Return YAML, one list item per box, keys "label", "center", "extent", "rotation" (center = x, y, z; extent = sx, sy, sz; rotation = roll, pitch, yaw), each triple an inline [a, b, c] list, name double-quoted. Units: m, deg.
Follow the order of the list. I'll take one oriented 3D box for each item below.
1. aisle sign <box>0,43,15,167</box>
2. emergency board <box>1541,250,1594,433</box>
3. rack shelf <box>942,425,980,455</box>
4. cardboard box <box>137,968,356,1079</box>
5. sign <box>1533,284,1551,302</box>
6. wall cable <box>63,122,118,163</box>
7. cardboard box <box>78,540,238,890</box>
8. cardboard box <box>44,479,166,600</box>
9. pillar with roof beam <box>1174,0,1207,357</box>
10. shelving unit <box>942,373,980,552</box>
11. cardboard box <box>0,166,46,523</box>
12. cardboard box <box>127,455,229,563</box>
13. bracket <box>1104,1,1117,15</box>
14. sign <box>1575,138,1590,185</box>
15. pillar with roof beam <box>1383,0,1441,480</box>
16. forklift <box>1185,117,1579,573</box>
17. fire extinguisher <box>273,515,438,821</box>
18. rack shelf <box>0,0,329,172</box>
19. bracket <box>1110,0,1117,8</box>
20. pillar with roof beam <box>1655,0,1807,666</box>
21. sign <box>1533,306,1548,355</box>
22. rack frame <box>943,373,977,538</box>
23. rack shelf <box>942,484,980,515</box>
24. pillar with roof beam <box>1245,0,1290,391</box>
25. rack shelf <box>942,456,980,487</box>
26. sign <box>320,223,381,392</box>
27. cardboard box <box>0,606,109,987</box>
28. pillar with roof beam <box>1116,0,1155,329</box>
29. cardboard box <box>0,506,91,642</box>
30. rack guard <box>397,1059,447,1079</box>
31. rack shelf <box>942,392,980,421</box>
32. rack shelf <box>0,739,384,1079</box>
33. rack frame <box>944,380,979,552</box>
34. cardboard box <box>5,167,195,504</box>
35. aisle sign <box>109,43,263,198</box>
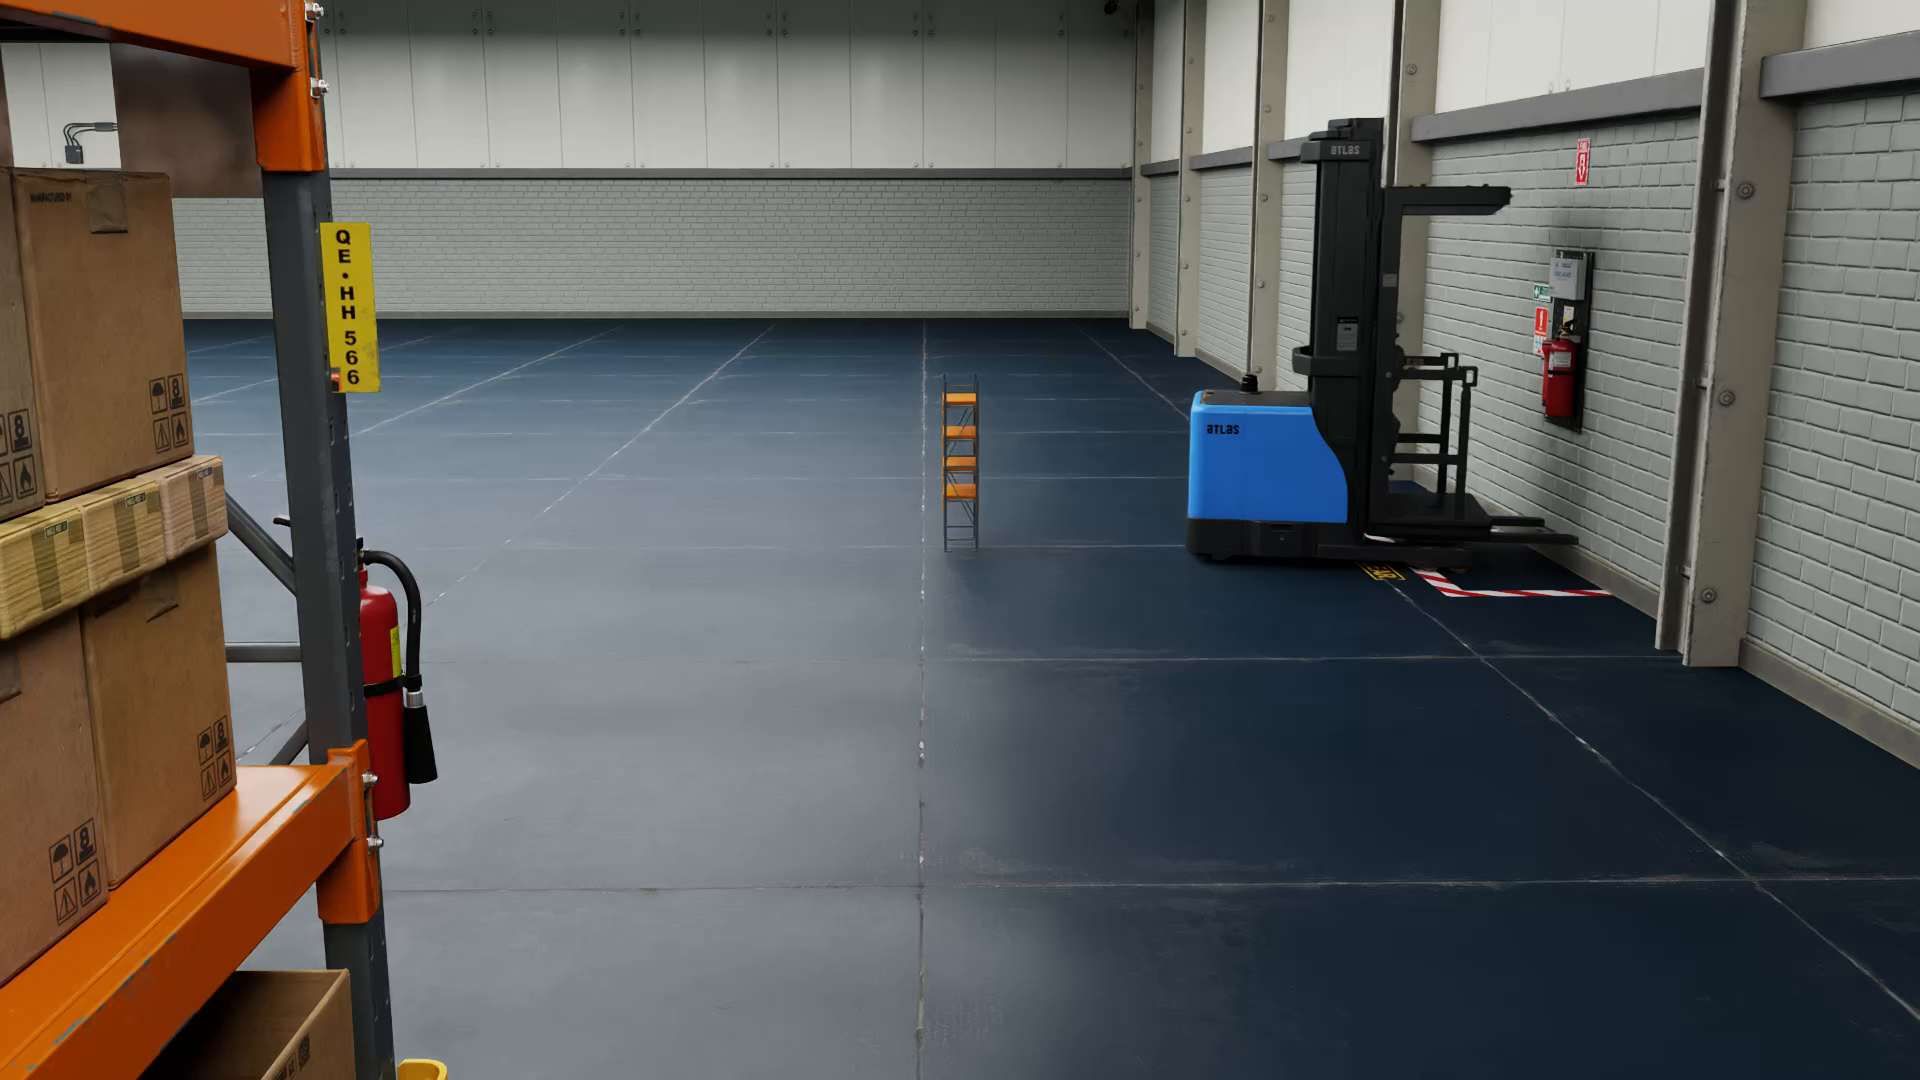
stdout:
- label: "aisle sign"
  center: [-2.032, -1.051, 3.157]
  extent: [0.394, 0.787, 0.004]
  rotation: [0, 11, -1]
- label: "emergency board"
  center: [3.970, -1.335, 11.094]
  extent: [0.194, 1.169, 0.643]
  rotation: [0, 11, -1]
- label: "rack shelf"
  center: [0.003, -0.708, 11.747]
  extent: [0.258, 0.148, 0.480]
  rotation: [0, 11, -1]
- label: "cardboard box"
  center: [-1.416, 1.114, 2.995]
  extent: [0.500, 0.500, 0.500]
  rotation: [0, 11, -1]
- label: "sign"
  center: [4.053, -1.721, 11.577]
  extent: [0.001, 0.109, 0.331]
  rotation: [0, 11, -1]
- label: "wall cable"
  center: [-17.253, -10.718, 33.705]
  extent: [2.305, 6.003, 0.169]
  rotation: [0, 11, -1]
- label: "cardboard box"
  center: [-1.728, 0.279, 2.889]
  extent: [0.700, 0.500, 0.500]
  rotation: [0, 11, -1]
- label: "cardboard box"
  center: [-1.519, -0.005, 2.656]
  extent: [0.380, 0.149, 0.250]
  rotation: [0, 11, 0]
- label: "pillar with roof beam"
  center: [-0.693, -7.344, 25.625]
  extent: [9.100, 9.000, 0.400]
  rotation: [0, 11, -1]
- label: "shelving unit"
  center: [0.003, -0.555, 11.778]
  extent: [0.258, 1.200, 0.503]
  rotation: [0, 11, -1]
- label: "cardboard box"
  center: [-1.710, -0.242, 2.193]
  extent: [0.700, 0.500, 0.500]
  rotation: [-1, 11, -3]
- label: "cardboard box"
  center: [-1.526, -0.057, 2.912]
  extent: [0.380, 0.149, 0.250]
  rotation: [0, 11, -2]
- label: "bracket"
  center: [3.075, -10.870, 33.955]
  extent: [0.235, 0.232, 0.430]
  rotation: [0, 11, -1]
- label: "sign"
  center: [4.070, -2.473, 10.873]
  extent: [0.001, 0.298, 0.199]
  rotation: [0, 11, -1]
- label: "pillar with roof beam"
  center: [-0.445, -4.958, 13.867]
  extent: [9.100, 9.000, 0.400]
  rotation: [0, 11, -1]
- label: "forklift"
  center: [3.102, -1.330, 11.245]
  extent: [3.031, 2.935, 1.130]
  rotation: [2, 12, 9]
- label: "fire extinguisher"
  center: [-1.263, 0.247, 3.490]
  extent: [0.296, 0.674, 0.183]
  rotation: [0, 11, -1]
- label: "rack shelf"
  center: [-1.683, -0.485, 1.171]
  extent: [1.077, 0.370, 4.000]
  rotation: [0, 11, -1]
- label: "bracket"
  center: [3.087, -10.753, 33.376]
  extent: [0.076, 0.066, 3.189]
  rotation: [0, 11, -1]
- label: "pillar with roof beam"
  center: [-0.321, -3.766, 7.988]
  extent: [9.100, 9.000, 0.400]
  rotation: [0, 11, -1]
- label: "sign"
  center: [4.062, -1.463, 11.634]
  extent: [0.001, 0.329, 0.234]
  rotation: [0, 11, -1]
- label: "rack frame"
  center: [-0.002, -0.604, 12.017]
  extent: [0.240, 1.200, 0.015]
  rotation: [0, 11, -1]
- label: "rack shelf"
  center: [0.003, -0.295, 11.830]
  extent: [0.258, 0.148, 0.480]
  rotation: [0, 11, -1]
- label: "pillar with roof beam"
  center: [-0.569, -6.151, 19.746]
  extent: [9.100, 9.000, 0.400]
  rotation: [0, 11, -1]
- label: "rack shelf"
  center: [0.003, -0.489, 11.791]
  extent: [0.258, 0.148, 0.480]
  rotation: [0, 11, -1]
- label: "sign"
  center: [-1.182, -0.448, 3.216]
  extent: [0.100, 0.325, 0.005]
  rotation: [0, 11, -1]
- label: "cardboard box"
  center: [-1.712, 0.383, 2.375]
  extent: [0.700, 0.500, 0.500]
  rotation: [0, 11, 0]
- label: "pillar with roof beam"
  center: [-0.817, -8.537, 31.504]
  extent: [9.100, 9.000, 0.548]
  rotation: [0, 11, -1]
- label: "cardboard box"
  center: [-1.514, 0.046, 2.405]
  extent: [0.380, 0.149, 0.250]
  rotation: [0, 11, -2]
- label: "rack guard"
  center: [-1.725, 1.455, 3.629]
  extent: [1.175, 0.500, 0.348]
  rotation: [0, 11, -1]
- label: "rack shelf"
  center: [0.003, -0.940, 11.699]
  extent: [0.258, 0.148, 0.480]
  rotation: [0, 11, -1]
- label: "rack shelf"
  center: [-1.683, 0.985, 1.469]
  extent: [1.077, 0.370, 4.000]
  rotation: [0, 11, -1]
- label: "rack frame"
  center: [0.008, -0.507, 11.539]
  extent: [0.240, 1.200, 0.015]
  rotation: [0, 11, -1]
- label: "cardboard box"
  center: [-1.727, -0.347, 2.709]
  extent: [0.700, 0.500, 0.500]
  rotation: [0, 11, -1]
- label: "aisle sign"
  center: [-1.432, -1.053, 3.169]
  extent: [0.394, 0.787, 0.004]
  rotation: [0, 11, -1]
